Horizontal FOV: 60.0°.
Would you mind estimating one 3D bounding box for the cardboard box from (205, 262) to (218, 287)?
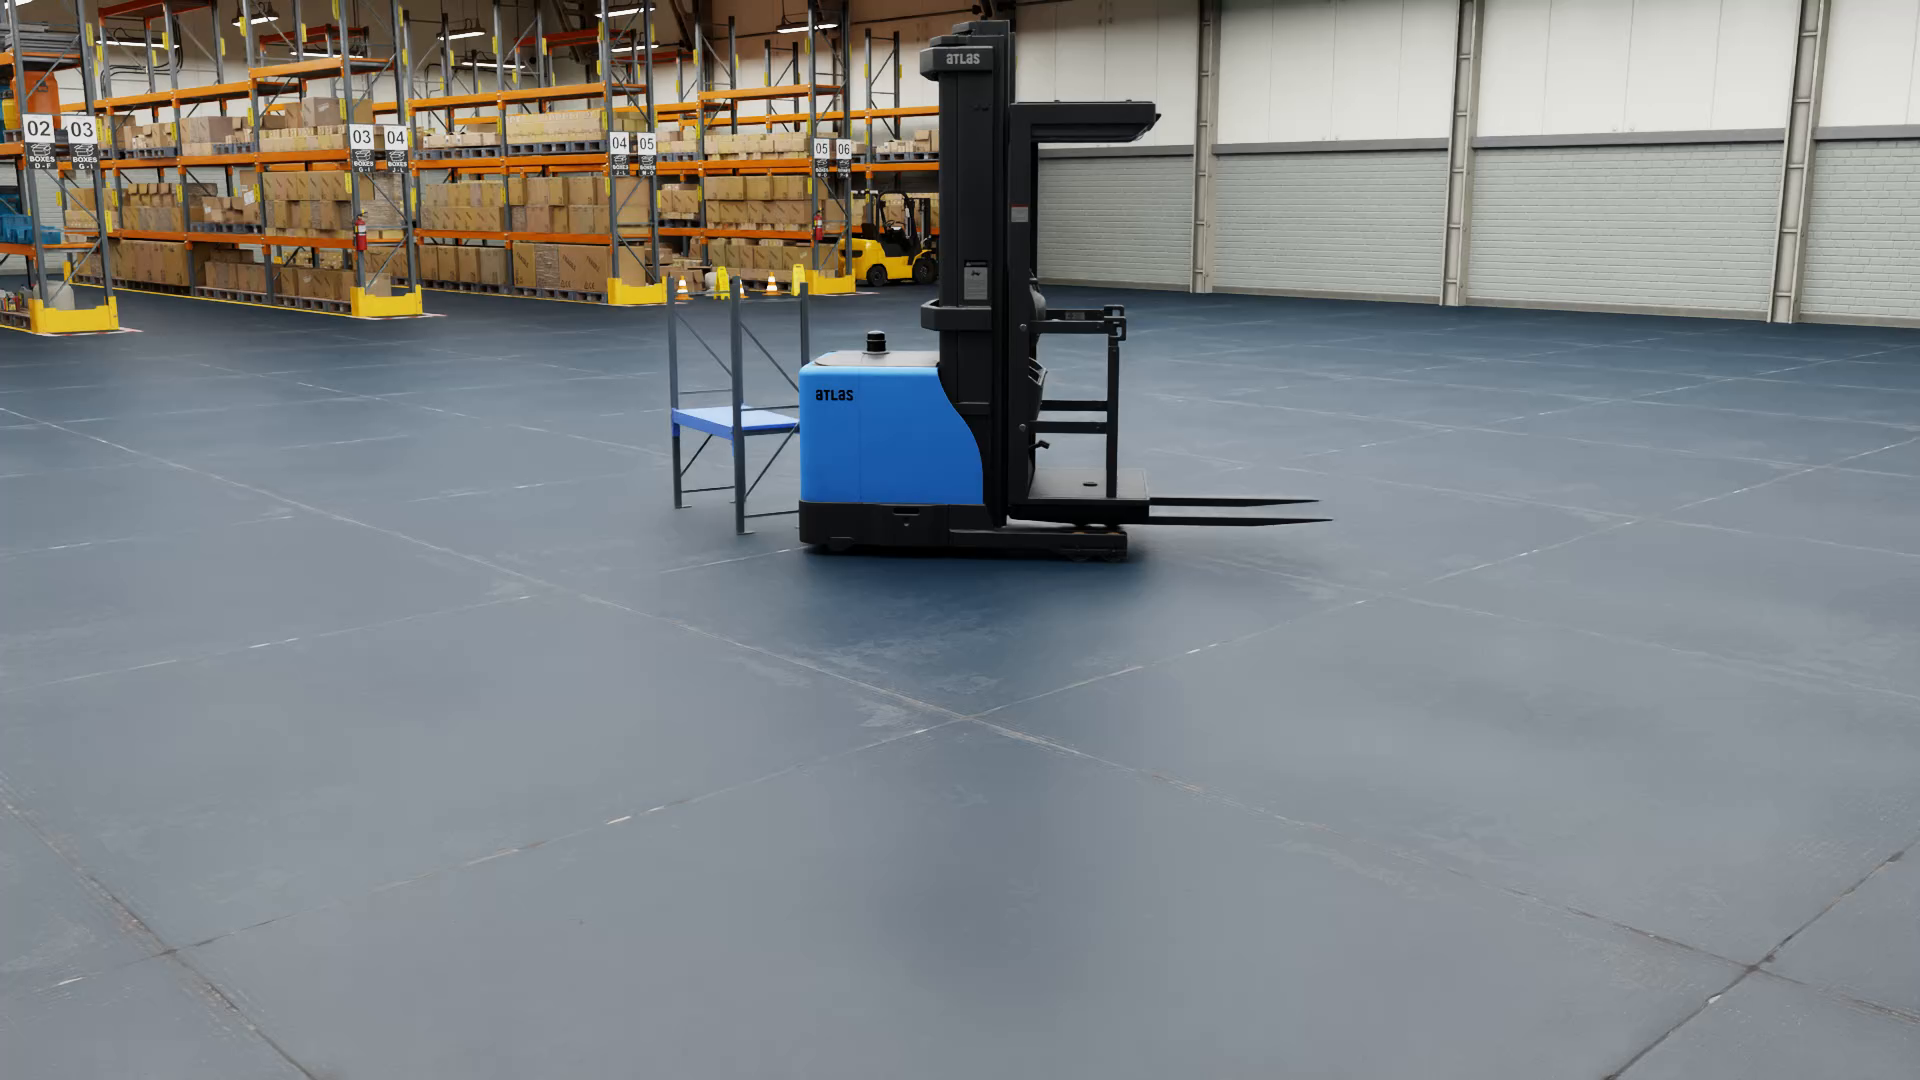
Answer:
[{"bbox_3d":[-14.931,-5.427,33.924,0.500,0.500,0.700,11,16,42],"label":"cardboard box"}]

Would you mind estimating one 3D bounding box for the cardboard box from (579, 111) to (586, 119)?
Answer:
[{"bbox_3d":[-7.053,-8.107,31.751,0.380,0.149,0.250,-11,16,-42],"label":"cardboard box"}]

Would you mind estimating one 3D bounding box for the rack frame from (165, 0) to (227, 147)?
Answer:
[{"bbox_3d":[-15.408,-9.469,33.571,1.000,3.000,0.127,-11,16,-43],"label":"rack frame"}]

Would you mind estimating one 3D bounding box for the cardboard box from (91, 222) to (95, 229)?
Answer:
[{"bbox_3d":[-19.681,-7.215,38.121,0.380,0.149,0.250,-11,16,-42],"label":"cardboard box"}]

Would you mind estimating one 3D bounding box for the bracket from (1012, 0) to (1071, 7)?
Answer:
[{"bbox_3d":[2.863,-11.876,36.336,0.076,0.066,4.783,-11,16,-43],"label":"bracket"}]

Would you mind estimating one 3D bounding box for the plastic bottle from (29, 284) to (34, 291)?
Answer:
[{"bbox_3d":[-15.575,-4.121,27.955,0.185,0.351,0.144,11,16,44],"label":"plastic bottle"}]

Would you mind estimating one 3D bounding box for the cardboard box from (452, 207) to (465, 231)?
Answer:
[{"bbox_3d":[-10.593,-6.933,35.879,0.500,0.500,0.500,-11,16,-43],"label":"cardboard box"}]

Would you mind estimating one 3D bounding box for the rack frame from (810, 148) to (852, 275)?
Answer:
[{"bbox_3d":[-2.716,-6.744,35.213,1.000,3.000,0.127,-11,16,-43],"label":"rack frame"}]

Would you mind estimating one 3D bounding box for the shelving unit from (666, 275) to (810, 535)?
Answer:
[{"bbox_3d":[-1.397,-0.881,10.472,0.538,1.500,1.048,-7,13,-30],"label":"shelving unit"}]

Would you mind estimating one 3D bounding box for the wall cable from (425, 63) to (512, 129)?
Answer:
[{"bbox_3d":[-15.311,-13.314,52.141,2.988,3.039,0.133,-11,16,-43],"label":"wall cable"}]

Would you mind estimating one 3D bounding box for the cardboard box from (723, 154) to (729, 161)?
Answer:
[{"bbox_3d":[-5.049,-8.528,37.058,0.380,0.149,0.250,-11,16,-43],"label":"cardboard box"}]

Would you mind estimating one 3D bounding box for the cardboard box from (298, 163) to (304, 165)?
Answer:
[{"bbox_3d":[-16.077,-9.442,41.243,0.500,0.250,0.500,-11,16,-43],"label":"cardboard box"}]

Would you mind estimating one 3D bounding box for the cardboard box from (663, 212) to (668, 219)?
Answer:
[{"bbox_3d":[-6.728,-7.598,38.939,0.380,0.149,0.250,-11,16,-43],"label":"cardboard box"}]

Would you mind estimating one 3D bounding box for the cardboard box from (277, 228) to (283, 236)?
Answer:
[{"bbox_3d":[-12.359,-5.680,30.669,0.380,0.149,0.250,-11,16,-43],"label":"cardboard box"}]

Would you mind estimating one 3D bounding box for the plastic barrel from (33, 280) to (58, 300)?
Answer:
[{"bbox_3d":[-14.322,-3.819,26.138,0.421,0.512,0.421,0,12,0],"label":"plastic barrel"}]

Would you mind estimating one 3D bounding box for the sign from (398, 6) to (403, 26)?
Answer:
[{"bbox_3d":[-9.491,-8.873,28.169,0.100,0.325,0.005,-11,16,-43],"label":"sign"}]

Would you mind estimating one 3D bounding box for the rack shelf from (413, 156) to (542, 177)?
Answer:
[{"bbox_3d":[-10.370,-8.032,35.813,1.077,0.370,4.000,-11,16,-43],"label":"rack shelf"}]

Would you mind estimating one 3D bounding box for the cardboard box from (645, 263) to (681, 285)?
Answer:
[{"bbox_3d":[-6.412,-5.627,35.640,0.797,0.637,0.503,-11,16,-43],"label":"cardboard box"}]

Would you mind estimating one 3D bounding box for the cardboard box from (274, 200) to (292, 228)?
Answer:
[{"bbox_3d":[-12.060,-5.989,30.565,0.875,0.500,0.500,-11,16,-43],"label":"cardboard box"}]

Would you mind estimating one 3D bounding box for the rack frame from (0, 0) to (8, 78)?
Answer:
[{"bbox_3d":[-16.228,-8.195,27.388,1.000,3.000,0.127,-11,16,-43],"label":"rack frame"}]

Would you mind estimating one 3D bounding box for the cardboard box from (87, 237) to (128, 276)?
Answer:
[{"bbox_3d":[-19.805,-6.648,38.972,0.875,0.875,0.875,-11,16,-43],"label":"cardboard box"}]

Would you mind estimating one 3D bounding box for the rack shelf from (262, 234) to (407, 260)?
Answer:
[{"bbox_3d":[-11.265,-5.303,29.999,1.077,0.370,4.000,-11,16,-43],"label":"rack shelf"}]

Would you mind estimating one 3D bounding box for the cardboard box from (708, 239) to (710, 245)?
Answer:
[{"bbox_3d":[-6.928,-8.332,46.465,0.250,0.149,0.380,11,16,42],"label":"cardboard box"}]

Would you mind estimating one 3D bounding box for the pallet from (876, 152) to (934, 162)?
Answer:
[{"bbox_3d":[-1.283,-9.325,40.526,1.003,0.211,1.213,-11,16,-43],"label":"pallet"}]

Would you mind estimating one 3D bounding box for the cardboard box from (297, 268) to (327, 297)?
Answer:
[{"bbox_3d":[-11.998,-4.782,30.842,0.500,0.500,0.500,-5,13,-25],"label":"cardboard box"}]

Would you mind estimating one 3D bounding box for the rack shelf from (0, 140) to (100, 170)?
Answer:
[{"bbox_3d":[-14.847,-6.082,26.346,1.077,0.370,4.000,-11,16,-43],"label":"rack shelf"}]

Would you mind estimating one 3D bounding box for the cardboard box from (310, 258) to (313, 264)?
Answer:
[{"bbox_3d":[-16.151,-7.034,41.909,0.380,0.149,0.250,-10,15,-40],"label":"cardboard box"}]

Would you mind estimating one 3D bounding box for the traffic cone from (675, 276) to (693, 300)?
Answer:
[{"bbox_3d":[-5.566,-5.073,33.386,0.336,0.463,0.334,-11,16,-43],"label":"traffic cone"}]

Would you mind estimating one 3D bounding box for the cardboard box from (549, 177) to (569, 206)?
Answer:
[{"bbox_3d":[-7.650,-6.929,33.061,0.875,0.550,0.500,-11,16,-43],"label":"cardboard box"}]

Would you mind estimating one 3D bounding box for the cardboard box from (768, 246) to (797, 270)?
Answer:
[{"bbox_3d":[-3.821,-6.127,36.131,0.500,0.500,0.500,-10,15,-40],"label":"cardboard box"}]

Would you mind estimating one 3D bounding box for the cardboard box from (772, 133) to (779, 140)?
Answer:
[{"bbox_3d":[-3.805,-8.648,35.664,0.380,0.149,0.250,-11,16,-43],"label":"cardboard box"}]

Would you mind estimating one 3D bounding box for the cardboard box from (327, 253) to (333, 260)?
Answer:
[{"bbox_3d":[-15.330,-6.974,40.880,0.380,0.149,0.250,-11,16,-43],"label":"cardboard box"}]

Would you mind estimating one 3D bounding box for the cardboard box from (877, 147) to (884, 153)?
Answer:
[{"bbox_3d":[-1.801,-9.513,40.553,0.380,0.149,0.250,-10,16,-41],"label":"cardboard box"}]

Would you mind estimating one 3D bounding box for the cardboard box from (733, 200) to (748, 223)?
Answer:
[{"bbox_3d":[-4.675,-7.274,36.802,0.500,0.500,0.500,-11,16,-43],"label":"cardboard box"}]

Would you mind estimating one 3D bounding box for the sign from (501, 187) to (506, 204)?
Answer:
[{"bbox_3d":[-9.375,-7.075,34.144,0.100,0.325,0.005,-11,16,-43],"label":"sign"}]

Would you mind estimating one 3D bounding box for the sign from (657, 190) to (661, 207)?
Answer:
[{"bbox_3d":[-5.821,-6.579,32.069,0.100,0.325,0.005,-11,16,-43],"label":"sign"}]

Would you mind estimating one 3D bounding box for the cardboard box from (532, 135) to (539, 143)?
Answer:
[{"bbox_3d":[-8.279,-7.975,33.089,0.380,0.149,0.250,-11,16,-43],"label":"cardboard box"}]

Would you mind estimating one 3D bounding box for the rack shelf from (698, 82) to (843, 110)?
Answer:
[{"bbox_3d":[-4.097,-9.620,36.097,1.077,0.370,4.000,-11,16,-43],"label":"rack shelf"}]

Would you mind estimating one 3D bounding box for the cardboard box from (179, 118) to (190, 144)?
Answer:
[{"bbox_3d":[-15.270,-8.189,33.307,0.500,0.500,0.500,-11,16,-42],"label":"cardboard box"}]

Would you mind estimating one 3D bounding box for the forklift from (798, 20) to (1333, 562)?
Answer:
[{"bbox_3d":[0.623,-1.425,9.564,3.031,2.935,1.130,1,12,5],"label":"forklift"}]

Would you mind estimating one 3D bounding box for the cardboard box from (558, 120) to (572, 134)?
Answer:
[{"bbox_3d":[-7.457,-8.015,32.292,0.500,0.250,0.500,-11,16,-43],"label":"cardboard box"}]

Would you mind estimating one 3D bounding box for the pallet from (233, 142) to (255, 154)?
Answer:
[{"bbox_3d":[-12.995,-7.429,31.569,1.213,0.211,1.003,-11,16,-43],"label":"pallet"}]

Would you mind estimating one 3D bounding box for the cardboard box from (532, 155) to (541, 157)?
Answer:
[{"bbox_3d":[-10.604,-10.050,42.538,0.500,0.500,0.500,-11,16,-44],"label":"cardboard box"}]

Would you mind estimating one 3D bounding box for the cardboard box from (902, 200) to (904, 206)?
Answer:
[{"bbox_3d":[-1.184,-8.147,40.167,0.380,0.149,0.250,-11,16,-43],"label":"cardboard box"}]

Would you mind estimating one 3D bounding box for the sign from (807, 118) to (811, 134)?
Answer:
[{"bbox_3d":[-3.131,-8.573,34.459,0.100,0.325,0.005,-11,16,-43],"label":"sign"}]

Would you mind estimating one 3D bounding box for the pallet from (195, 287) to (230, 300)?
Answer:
[{"bbox_3d":[-14.870,-5.051,33.904,1.003,0.211,1.213,-11,16,-43],"label":"pallet"}]

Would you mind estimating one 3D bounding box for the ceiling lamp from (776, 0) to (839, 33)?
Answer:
[{"bbox_3d":[-3.385,-13.491,38.627,0.800,3.185,2.000,-11,16,-43],"label":"ceiling lamp"}]

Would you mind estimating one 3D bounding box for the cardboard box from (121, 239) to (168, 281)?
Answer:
[{"bbox_3d":[-17.714,-6.189,36.742,1.225,0.875,0.875,-11,16,-42],"label":"cardboard box"}]

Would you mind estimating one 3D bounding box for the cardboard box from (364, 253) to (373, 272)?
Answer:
[{"bbox_3d":[-13.828,-6.551,39.427,0.500,0.500,0.500,-10,15,-40],"label":"cardboard box"}]

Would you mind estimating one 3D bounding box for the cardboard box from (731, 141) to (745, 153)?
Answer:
[{"bbox_3d":[-4.673,-8.618,36.509,0.500,0.250,0.500,-11,16,-42],"label":"cardboard box"}]

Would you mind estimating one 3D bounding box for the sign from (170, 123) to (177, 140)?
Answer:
[{"bbox_3d":[-15.815,-8.216,33.444,0.100,0.325,0.005,-11,16,-43],"label":"sign"}]

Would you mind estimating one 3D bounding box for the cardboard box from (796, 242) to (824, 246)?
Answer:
[{"bbox_3d":[-3.776,-7.459,43.528,0.875,0.625,0.625,-10,15,-41],"label":"cardboard box"}]

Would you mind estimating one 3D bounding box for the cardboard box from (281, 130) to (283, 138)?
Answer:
[{"bbox_3d":[-12.038,-7.346,30.083,0.380,0.149,0.250,-10,15,-41],"label":"cardboard box"}]

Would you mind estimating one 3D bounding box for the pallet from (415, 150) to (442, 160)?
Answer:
[{"bbox_3d":[-11.268,-8.497,36.756,1.213,0.211,1.003,-10,15,-40],"label":"pallet"}]

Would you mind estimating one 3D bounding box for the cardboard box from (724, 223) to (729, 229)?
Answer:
[{"bbox_3d":[-5.075,-7.050,37.320,0.380,0.149,0.250,-11,16,-43],"label":"cardboard box"}]
